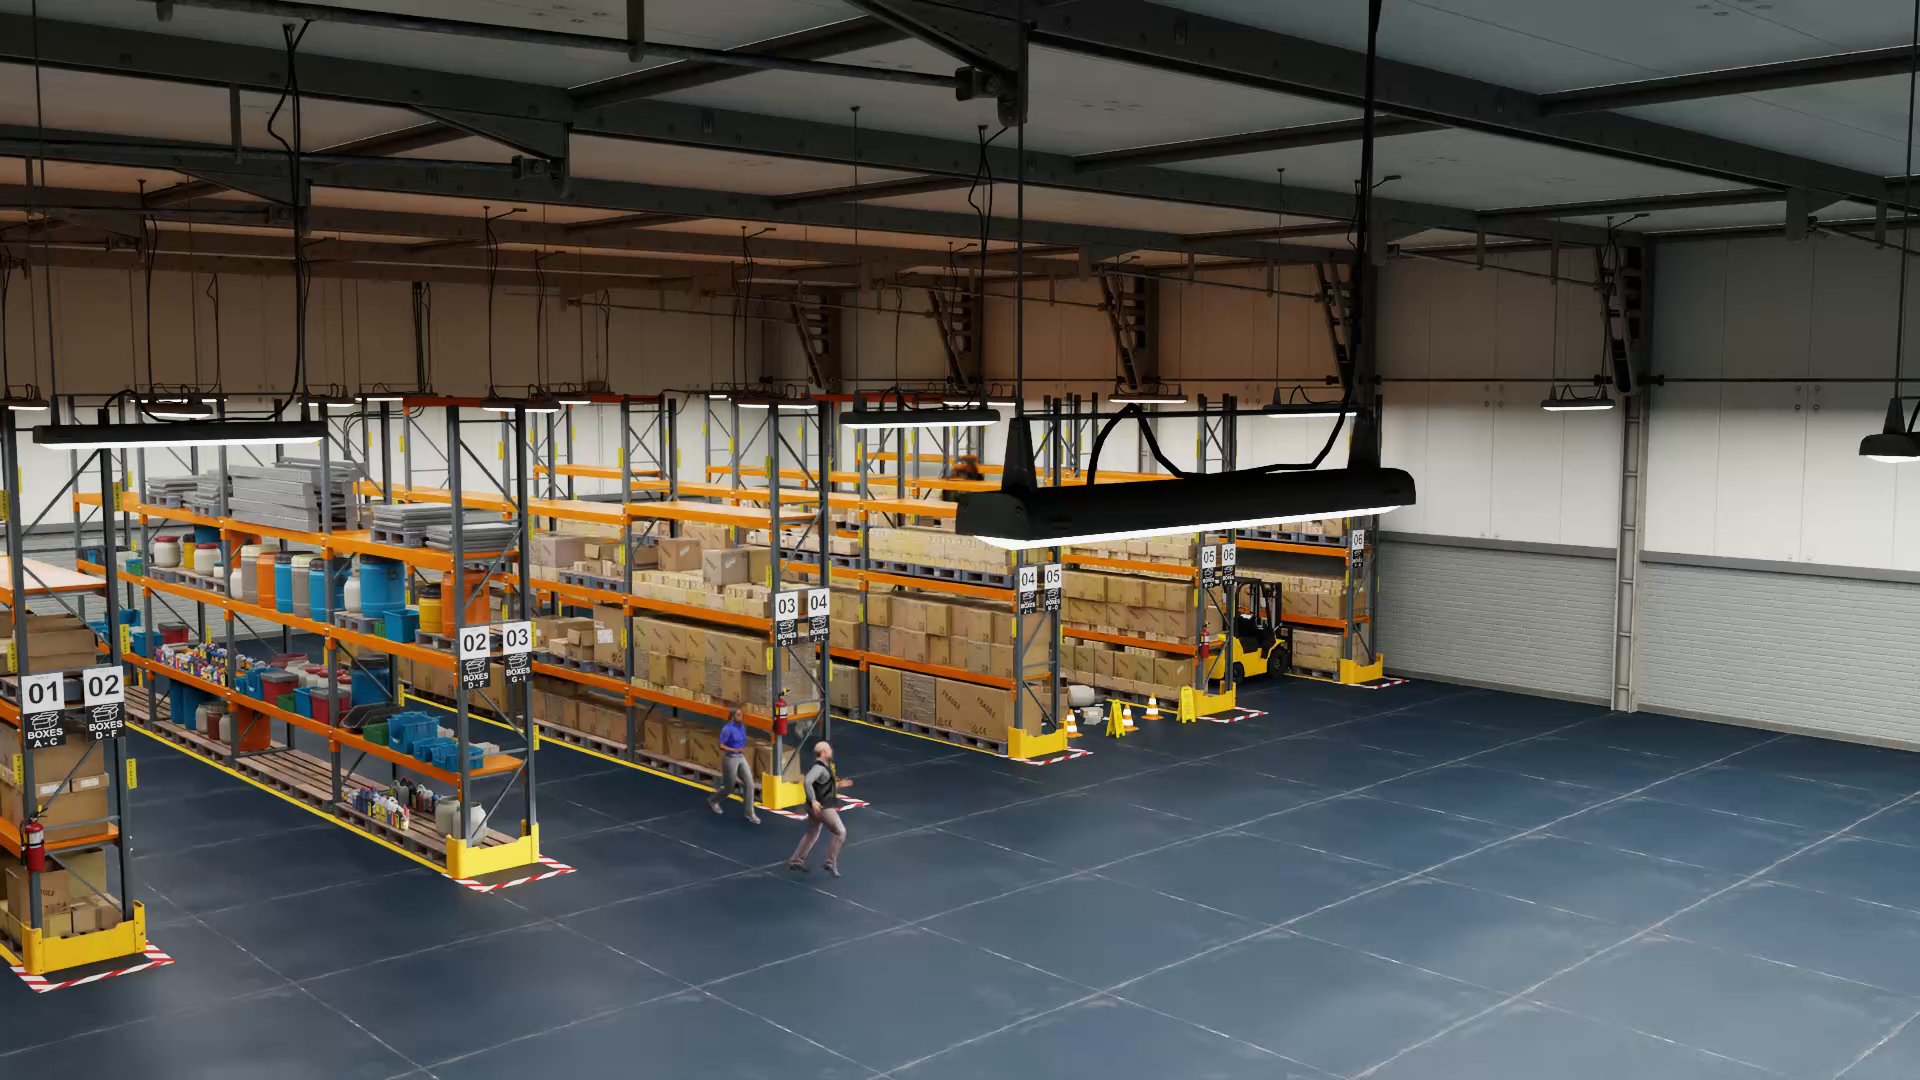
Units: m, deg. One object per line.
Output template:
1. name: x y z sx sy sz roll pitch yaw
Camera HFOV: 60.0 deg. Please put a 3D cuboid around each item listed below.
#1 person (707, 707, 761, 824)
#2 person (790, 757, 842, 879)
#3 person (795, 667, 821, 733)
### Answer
1. person: -3.264 3.213 23.888 0.891 1.671 0.612 3 7 32
2. person: -1.831 3.538 21.115 0.669 1.579 0.620 -2 6 -15
3. person: -2.698 2.644 29.243 0.532 1.563 0.616 5 7 40
